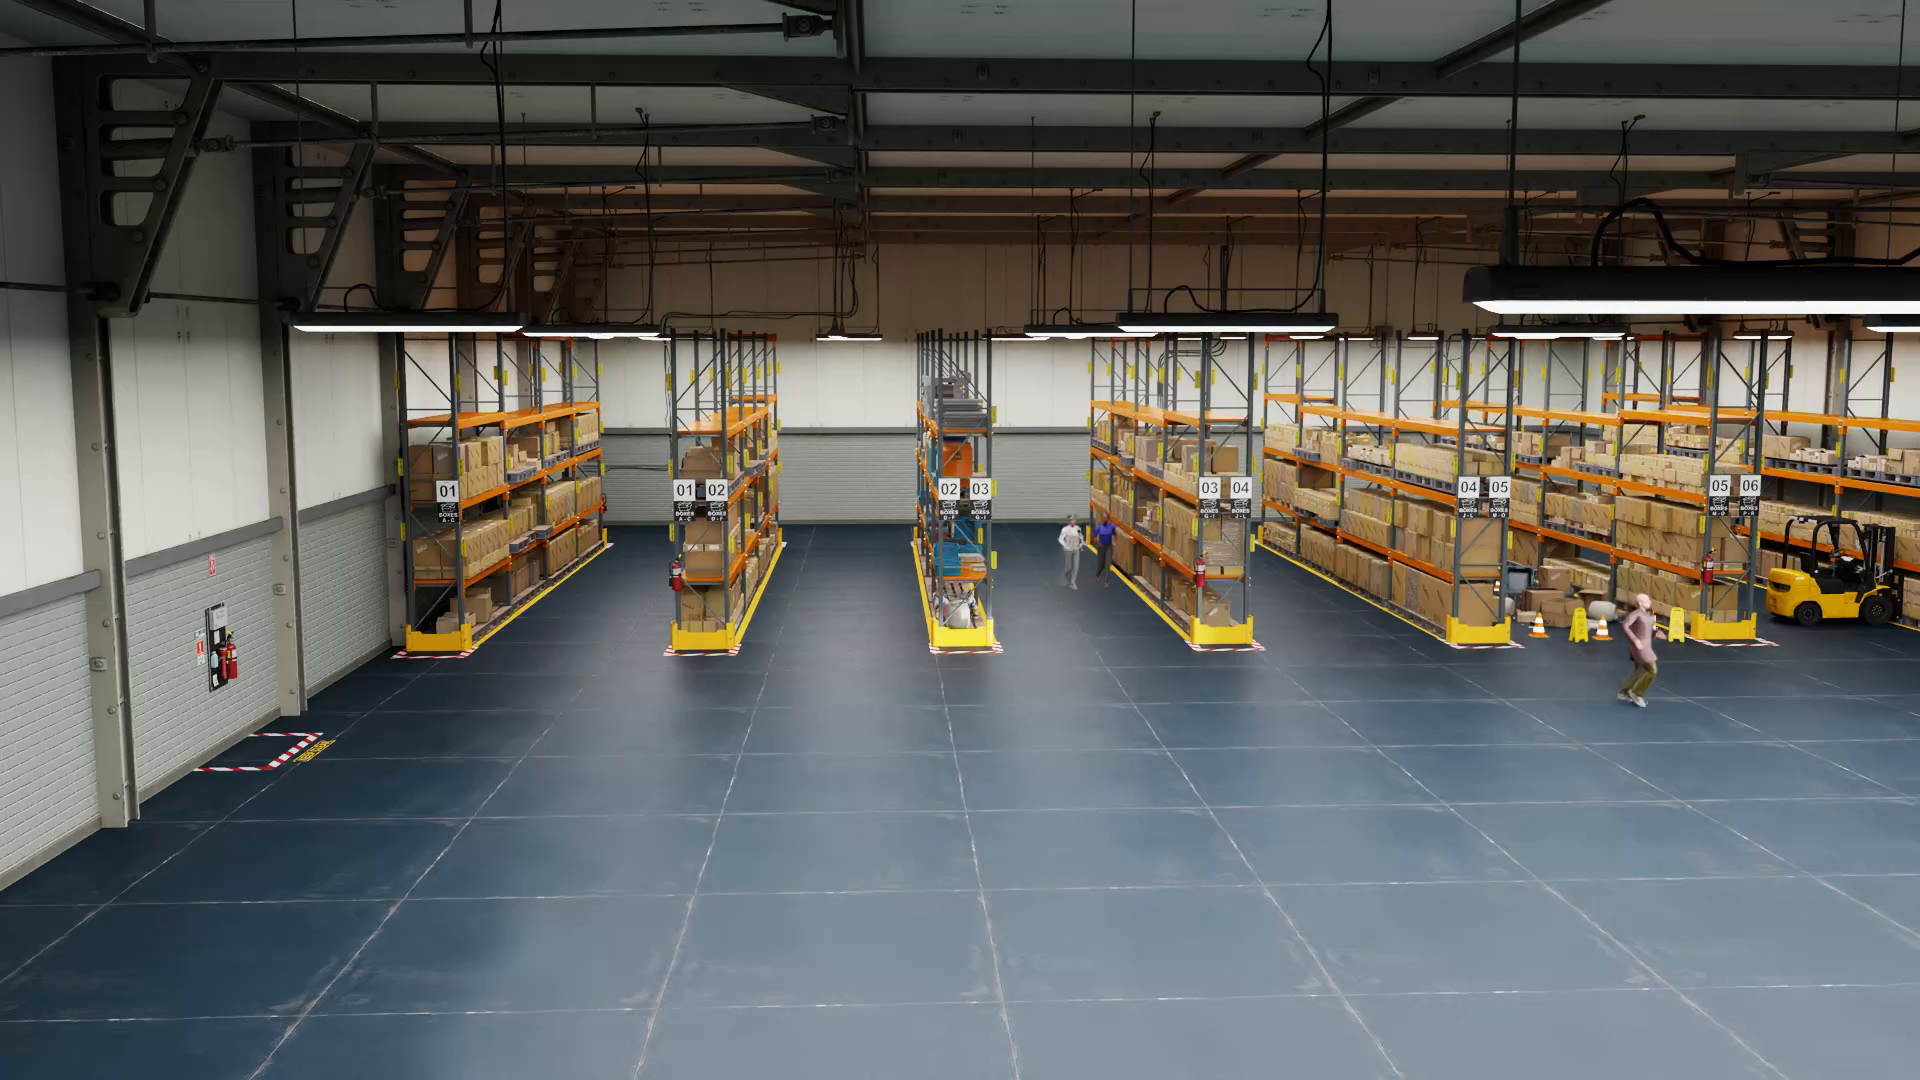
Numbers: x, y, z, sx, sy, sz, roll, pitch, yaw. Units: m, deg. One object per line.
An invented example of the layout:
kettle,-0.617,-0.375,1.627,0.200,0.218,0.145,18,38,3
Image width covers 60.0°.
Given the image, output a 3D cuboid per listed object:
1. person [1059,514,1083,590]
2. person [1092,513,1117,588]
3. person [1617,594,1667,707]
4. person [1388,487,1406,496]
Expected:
person,2.493,0.240,37.158,0.607,1.676,0.688,-2,7,-15
person,3.271,0.222,37.458,0.586,1.660,0.708,-1,7,-6
person,10.824,1.765,26.390,0.687,1.827,0.687,4,8,33
person,12.907,-1.006,49.466,0.976,1.794,0.673,0,7,-2
